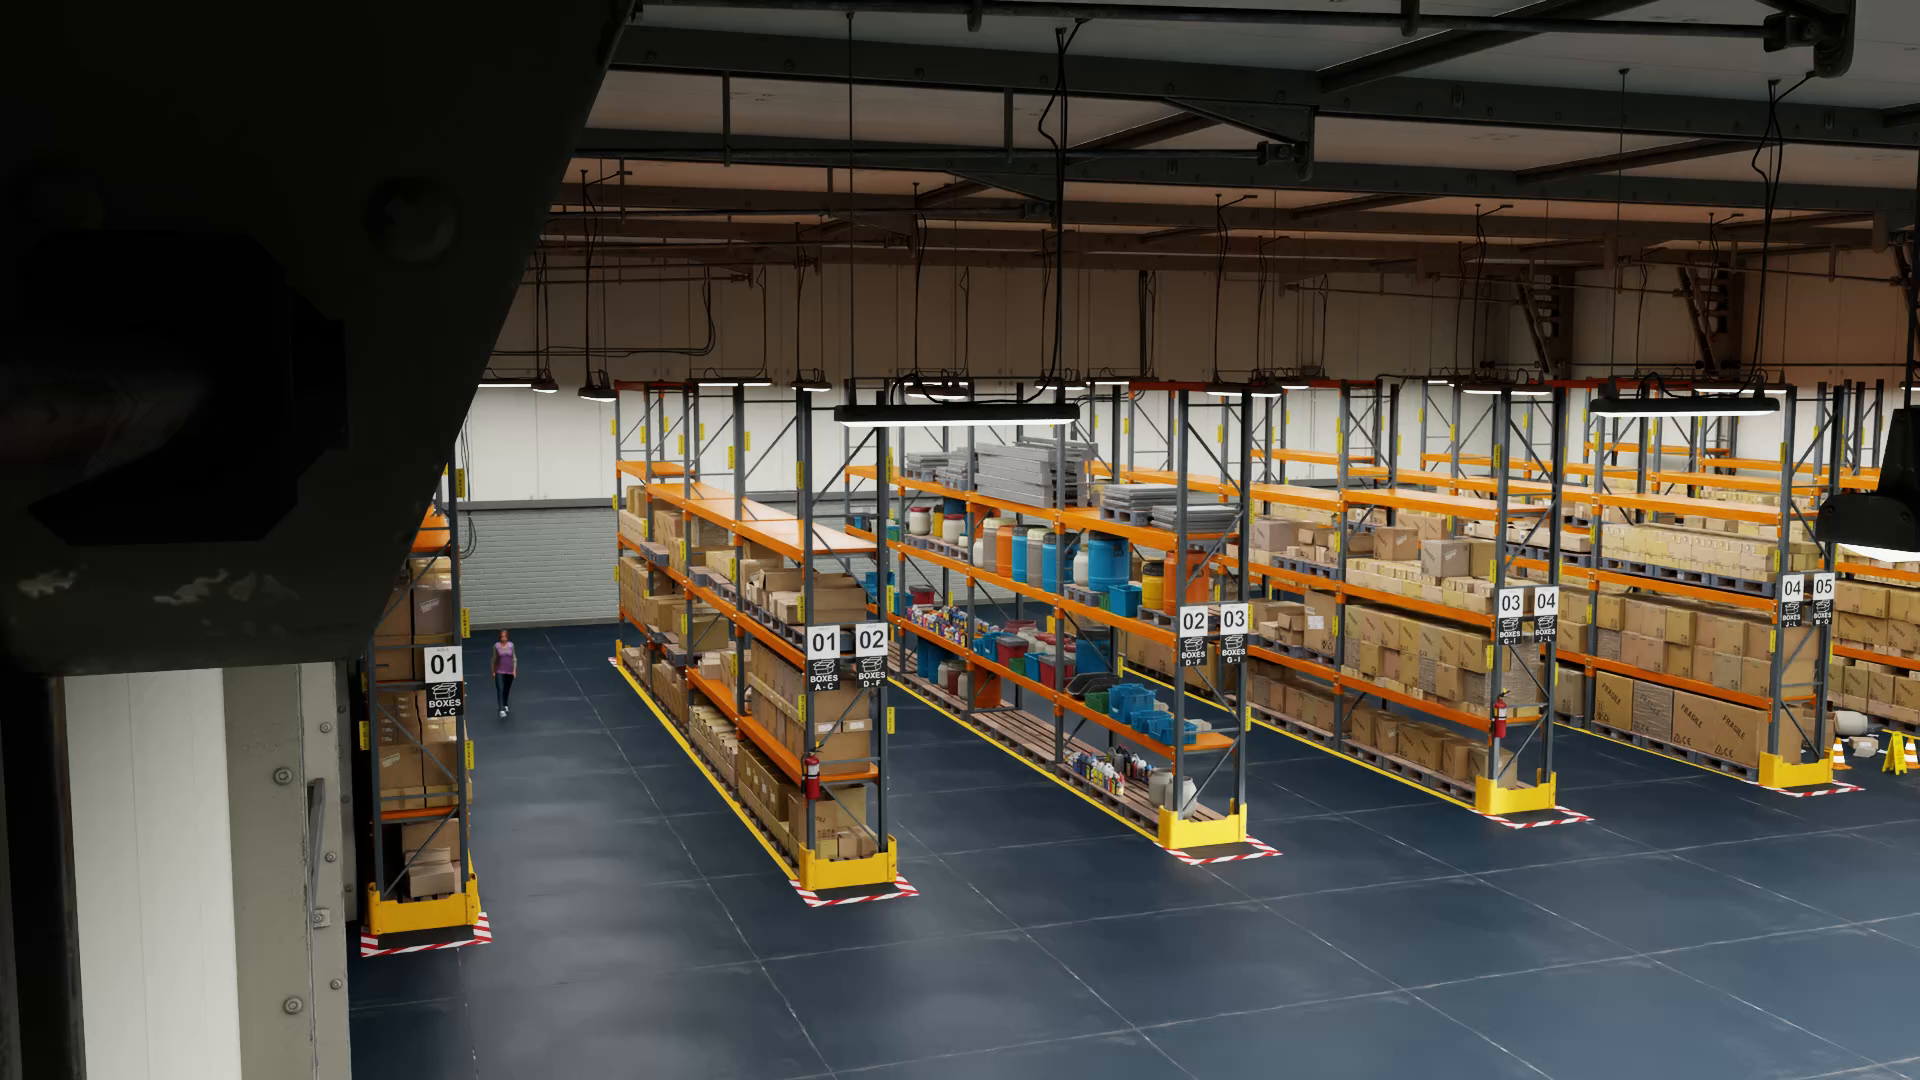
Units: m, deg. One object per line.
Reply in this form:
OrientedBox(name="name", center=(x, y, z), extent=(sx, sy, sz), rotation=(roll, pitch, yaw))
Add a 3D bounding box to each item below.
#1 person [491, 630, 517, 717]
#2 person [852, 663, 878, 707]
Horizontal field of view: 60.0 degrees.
OrientedBox(name="person", center=(-8.168, 2.403, 29.851), extent=(0.435, 1.513, 0.968), rotation=(-4, 7, -31))
OrientedBox(name="person", center=(-1.638, 2.282, 29.587), extent=(0.626, 1.621, 0.744), rotation=(-4, 7, -33))
